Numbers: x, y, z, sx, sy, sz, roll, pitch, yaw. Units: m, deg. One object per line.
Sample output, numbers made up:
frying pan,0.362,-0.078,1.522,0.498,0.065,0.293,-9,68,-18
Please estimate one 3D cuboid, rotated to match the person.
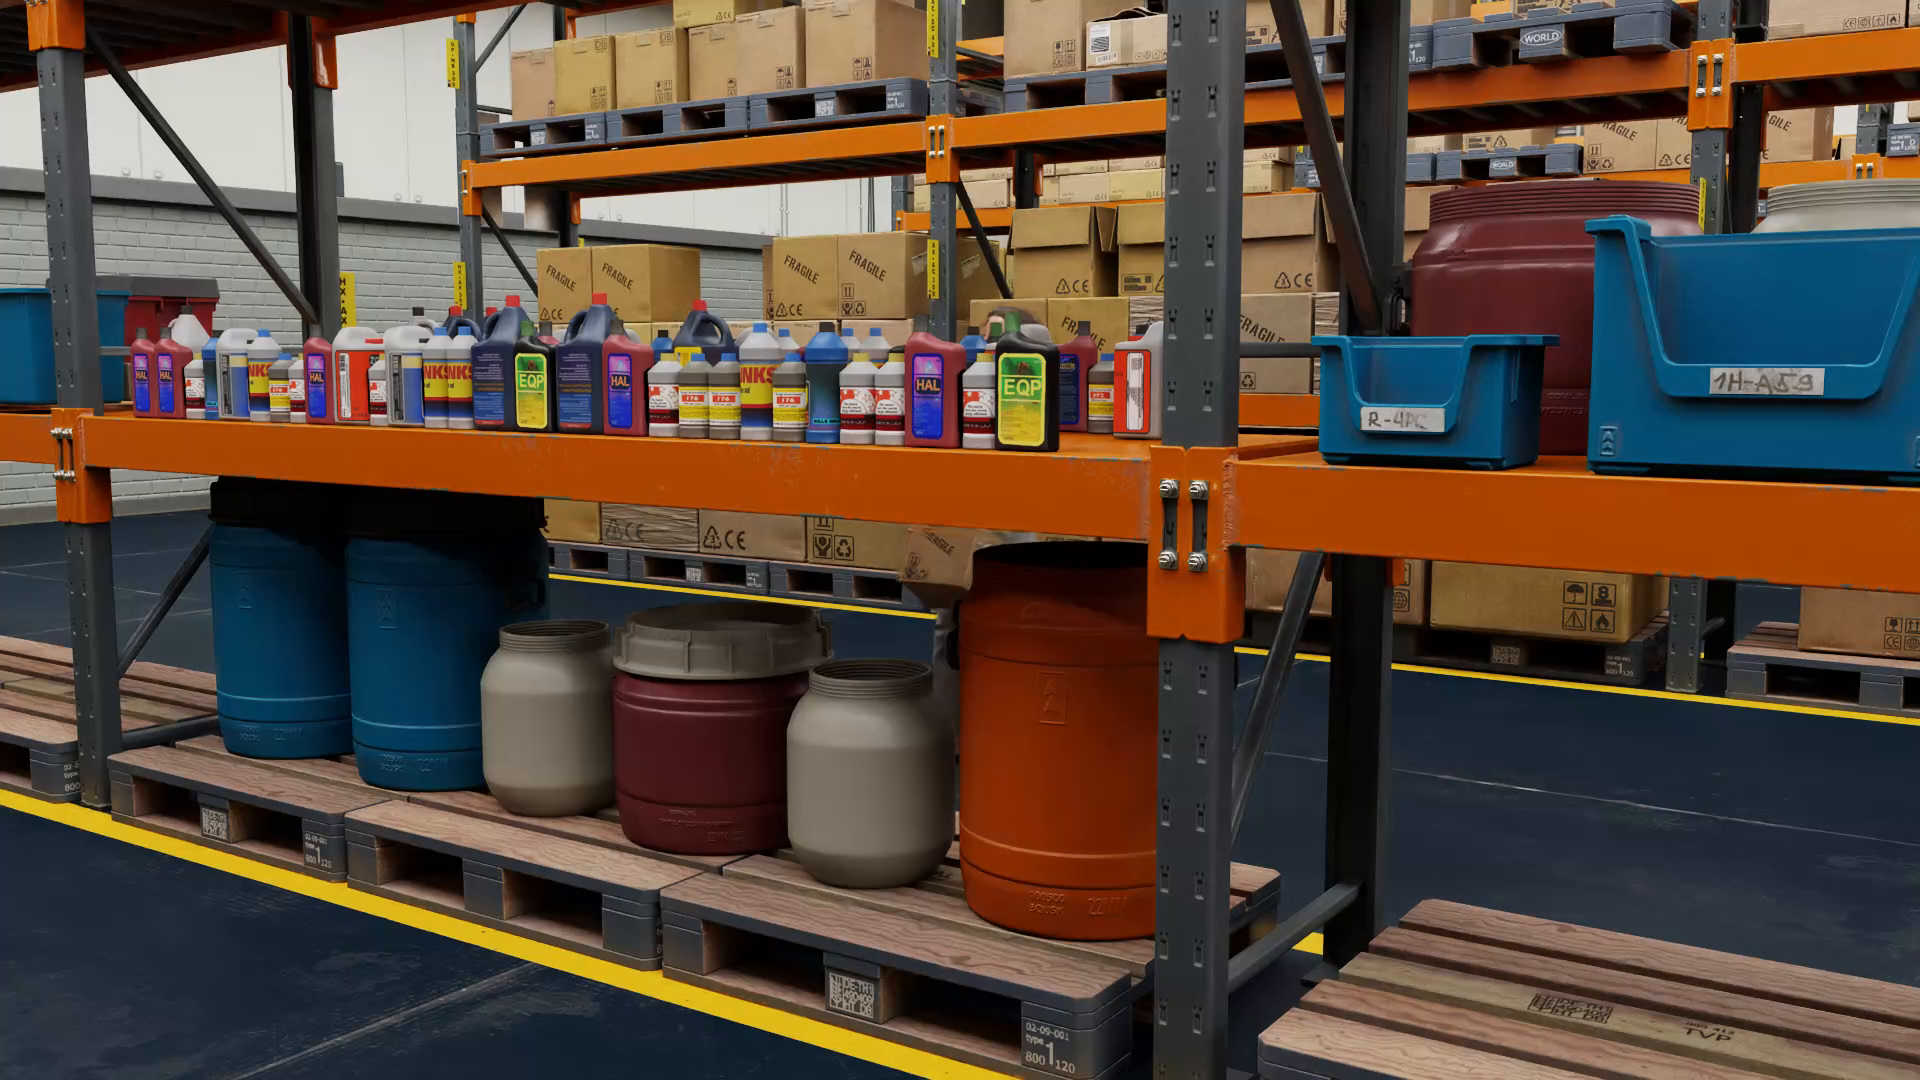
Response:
person,0.078,-0.013,6.051,0.546,1.671,0.473,-5,8,-36
